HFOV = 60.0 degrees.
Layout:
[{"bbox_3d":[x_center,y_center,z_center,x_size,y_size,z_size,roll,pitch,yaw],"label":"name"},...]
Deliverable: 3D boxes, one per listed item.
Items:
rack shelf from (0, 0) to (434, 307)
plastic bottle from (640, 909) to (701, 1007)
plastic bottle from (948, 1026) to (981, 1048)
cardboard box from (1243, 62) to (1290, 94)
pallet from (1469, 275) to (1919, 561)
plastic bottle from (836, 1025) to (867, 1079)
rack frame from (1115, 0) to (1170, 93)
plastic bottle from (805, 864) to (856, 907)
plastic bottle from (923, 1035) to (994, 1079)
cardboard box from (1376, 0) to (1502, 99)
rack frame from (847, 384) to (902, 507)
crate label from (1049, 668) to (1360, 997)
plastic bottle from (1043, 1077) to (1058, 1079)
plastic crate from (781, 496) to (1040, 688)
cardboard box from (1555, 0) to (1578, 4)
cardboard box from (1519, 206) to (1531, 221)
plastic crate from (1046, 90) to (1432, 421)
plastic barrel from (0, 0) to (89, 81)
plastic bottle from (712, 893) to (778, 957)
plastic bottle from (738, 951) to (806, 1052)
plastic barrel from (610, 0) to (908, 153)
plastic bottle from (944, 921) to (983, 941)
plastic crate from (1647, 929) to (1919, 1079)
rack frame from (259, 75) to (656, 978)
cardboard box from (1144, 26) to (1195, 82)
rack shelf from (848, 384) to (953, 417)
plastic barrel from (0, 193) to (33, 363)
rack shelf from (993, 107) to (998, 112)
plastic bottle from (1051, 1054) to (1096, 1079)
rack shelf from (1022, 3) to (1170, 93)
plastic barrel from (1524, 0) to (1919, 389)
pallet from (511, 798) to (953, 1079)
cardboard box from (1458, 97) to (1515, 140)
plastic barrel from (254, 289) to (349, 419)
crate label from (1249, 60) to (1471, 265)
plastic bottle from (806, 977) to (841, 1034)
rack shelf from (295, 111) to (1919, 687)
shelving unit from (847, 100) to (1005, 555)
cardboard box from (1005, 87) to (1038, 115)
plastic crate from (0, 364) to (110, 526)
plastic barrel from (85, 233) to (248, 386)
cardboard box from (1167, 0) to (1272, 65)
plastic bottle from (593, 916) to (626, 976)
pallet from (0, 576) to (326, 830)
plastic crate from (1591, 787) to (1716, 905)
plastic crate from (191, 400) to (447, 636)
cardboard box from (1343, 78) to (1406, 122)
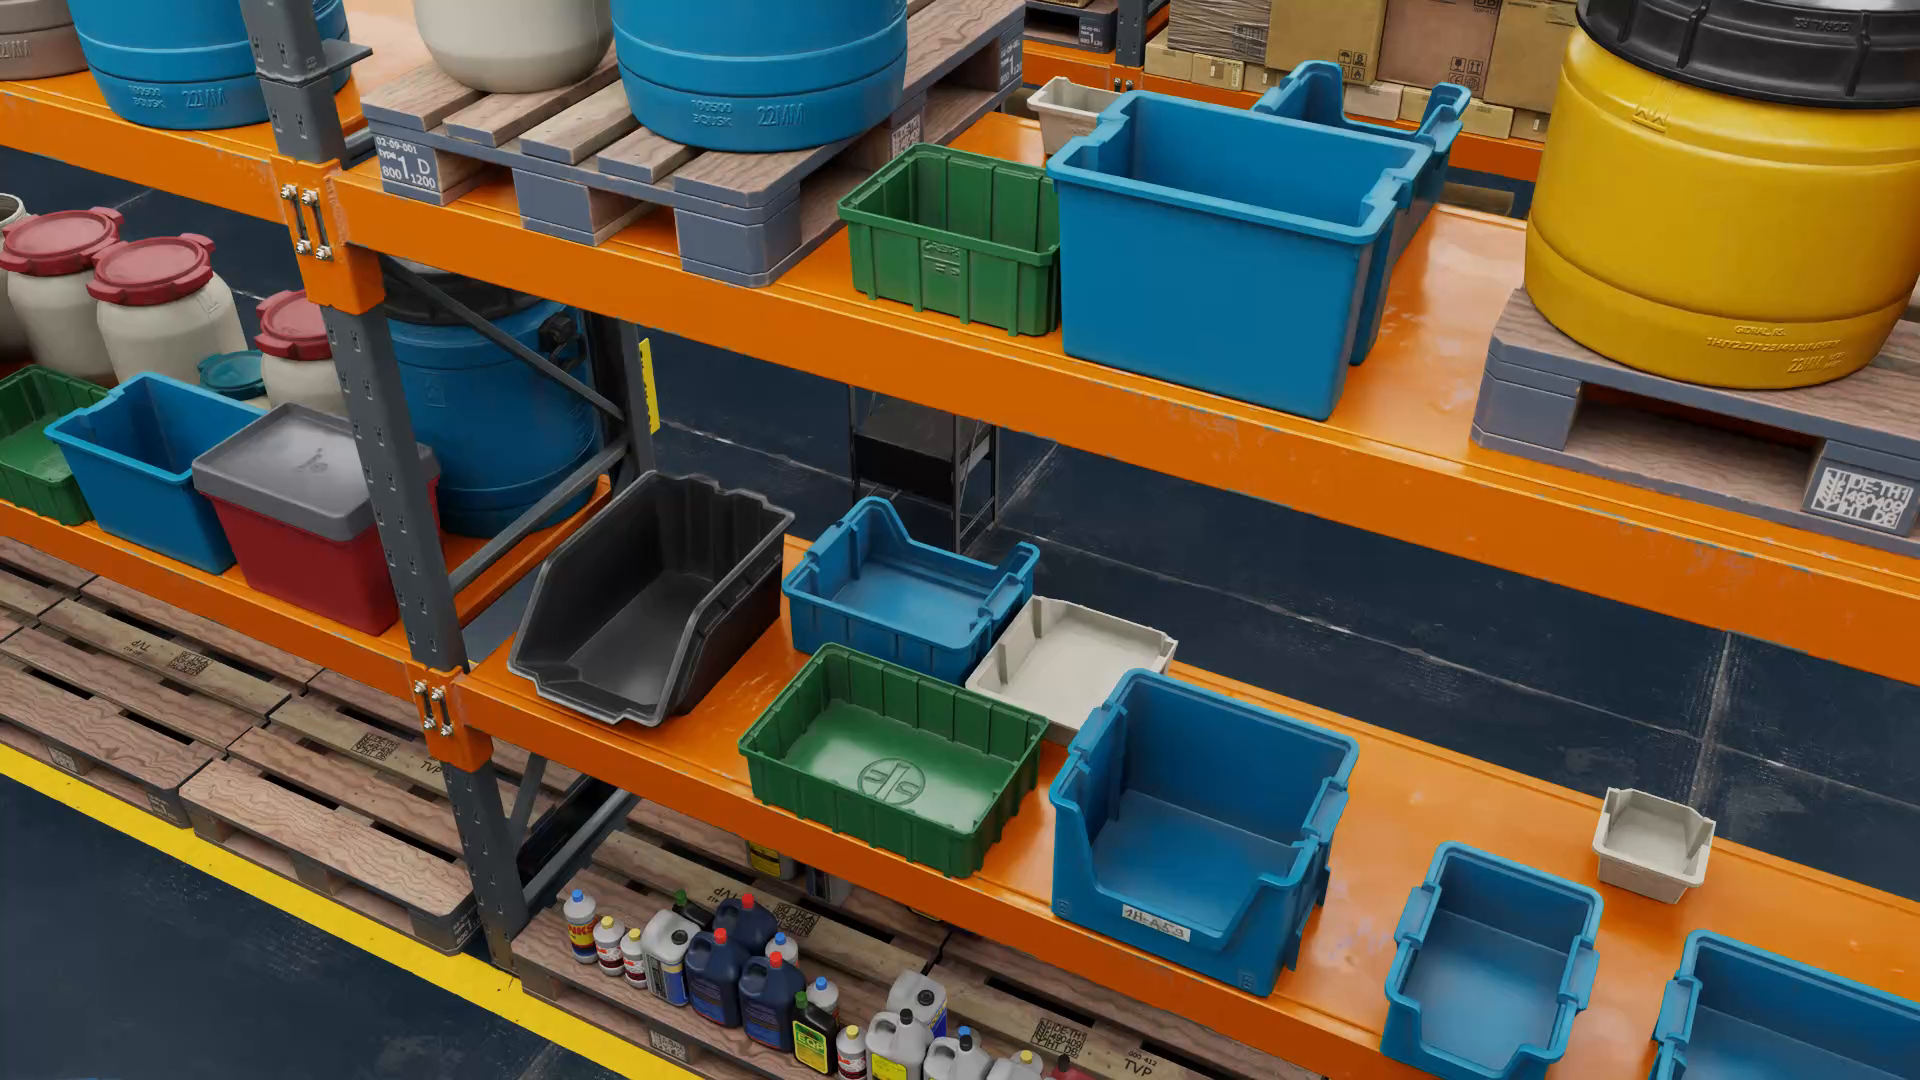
[{"bbox_3d":[-3.016,-1.523,4.890,4.000,0.370,1.077,17,41,21],"label":"rack shelf"},{"bbox_3d":[-0.859,1.250,5.011,0.135,0.276,0.152,19,41,23],"label":"plastic bottle"},{"bbox_3d":[0.013,1.473,4.779,0.097,0.201,0.097,0,37,0],"label":"plastic bottle"},{"bbox_3d":[1.541,-2.266,7.962,0.250,0.149,0.380,17,41,21],"label":"cardboard box"},{"bbox_3d":[1.622,-0.349,2.904,1.213,0.211,1.003,17,41,21],"label":"pallet"},{"bbox_3d":[-0.306,1.471,4.781,0.097,0.201,0.097,0,37,0],"label":"plastic bottle"},{"bbox_3d":[1.038,-2.718,8.350,0.127,3.000,1.000,17,41,21],"label":"rack frame"},{"bbox_3d":[-0.411,1.015,5.321,0.135,0.276,0.152,17,41,21],"label":"plastic bottle"},{"bbox_3d":[-0.004,1.491,4.632,0.185,0.351,0.144,19,41,23],"label":"plastic bottle"},{"bbox_3d":[2.327,-2.475,7.701,0.500,0.500,0.875,17,41,21],"label":"cardboard box"},{"bbox_3d":[-0.364,-0.950,6.765,0.015,2.100,0.400,17,41,21],"label":"rack frame"},{"bbox_3d":[0.553,0.673,3.854,0.616,0.435,0.502,17,41,21],"label":"crate label"},{"bbox_3d":[0.268,1.603,4.546,0.135,0.276,0.152,18,41,22],"label":"plastic bottle"},{"bbox_3d":[-0.133,0.162,4.678,0.616,0.251,0.499,17,41,21],"label":"plastic crate"},{"bbox_3d":[2.658,-2.602,7.042,0.500,0.500,0.500,17,41,21],"label":"cardboard box"},{"bbox_3d":[2.949,-1.292,8.191,0.500,0.500,0.500,21,42,26],"label":"cardboard box"},{"bbox_3d":[0.480,-0.504,2.965,0.575,0.384,0.392,17,41,21],"label":"plastic crate"},{"bbox_3d":[-2.372,-1.660,4.060,0.600,0.901,0.600,0,37,0],"label":"plastic barrel"},{"bbox_3d":[-0.648,1.191,5.027,0.185,0.351,0.144,17,41,21],"label":"plastic bottle"},{"bbox_3d":[-0.547,1.321,4.856,0.185,0.351,0.144,16,40,20],"label":"plastic bottle"},{"bbox_3d":[-0.406,-1.286,3.221,0.708,0.901,0.600,17,41,21],"label":"plastic barrel"},{"bbox_3d":[0.016,1.120,5.176,0.133,0.283,0.061,17,41,21],"label":"plastic bottle"},{"bbox_3d":[1.730,1.134,3.398,0.616,0.251,0.499,17,41,21],"label":"plastic crate"},{"bbox_3d":[-1.240,-0.059,4.847,0.127,3.000,1.000,17,41,21],"label":"rack frame"},{"bbox_3d":[1.090,-2.397,8.134,0.250,0.149,0.380,17,41,21],"label":"cardboard box"},{"bbox_3d":[-0.147,-0.872,6.684,0.480,0.518,0.431,17,41,21],"label":"rack shelf"},{"bbox_3d":[-3.406,-0.927,5.898,0.421,0.512,0.421,0,37,0],"label":"plastic barrel"},{"bbox_3d":[-0.147,-1.429,6.261,0.480,0.518,0.431,17,41,21],"label":"rack shelf"},{"bbox_3d":[0.317,1.543,4.620,0.133,0.283,0.061,17,41,21],"label":"plastic bottle"},{"bbox_3d":[-0.738,-2.988,9.300,4.000,0.370,1.077,17,41,21],"label":"rack shelf"},{"bbox_3d":[1.241,-0.632,2.618,0.600,0.588,0.600,0,37,0],"label":"plastic barrel"},{"bbox_3d":[-0.663,1.261,5.414,1.213,0.211,1.003,17,41,21],"label":"pallet"},{"bbox_3d":[2.428,-1.987,7.594,0.250,0.149,0.380,17,41,21],"label":"cardboard box"},{"bbox_3d":[-1.989,-0.497,5.311,0.433,0.535,0.433,0,37,0],"label":"plastic barrel"},{"bbox_3d":[0.802,-0.780,3.439,0.408,0.251,0.502,17,41,21],"label":"crate label"},{"bbox_3d":[-0.399,1.373,4.853,0.097,0.271,0.097,0,37,0],"label":"plastic bottle"},{"bbox_3d":[0.536,-0.411,3.425,4.000,0.370,1.077,17,41,21],"label":"rack shelf"},{"bbox_3d":[-0.147,-0.882,6.676,0.503,2.100,0.431,17,41,21],"label":"shelving unit"},{"bbox_3d":[0.087,-2.223,9.401,0.500,0.500,0.700,17,40,21],"label":"cardboard box"},{"bbox_3d":[-2.916,-0.307,5.349,0.662,0.188,0.450,17,41,21],"label":"plastic crate"},{"bbox_3d":[-2.640,-0.701,5.580,0.433,0.535,0.433,0,37,0],"label":"plastic barrel"},{"bbox_3d":[1.409,-2.718,8.021,0.500,0.500,0.875,17,41,21],"label":"cardboard box"},{"bbox_3d":[-1.069,1.233,5.096,0.097,0.201,0.097,0,37,0],"label":"plastic bottle"},{"bbox_3d":[-3.043,0.516,6.396,1.213,0.211,1.003,17,41,21],"label":"pallet"},{"bbox_3d":[1.665,0.737,4.017,0.250,0.136,0.298,17,41,21],"label":"plastic crate"},{"bbox_3d":[-1.811,-0.055,4.788,0.583,0.464,0.402,17,41,21],"label":"plastic crate"},{"bbox_3d":[1.970,-2.110,7.756,0.250,0.149,0.380,17,41,21],"label":"cardboard box"}]
